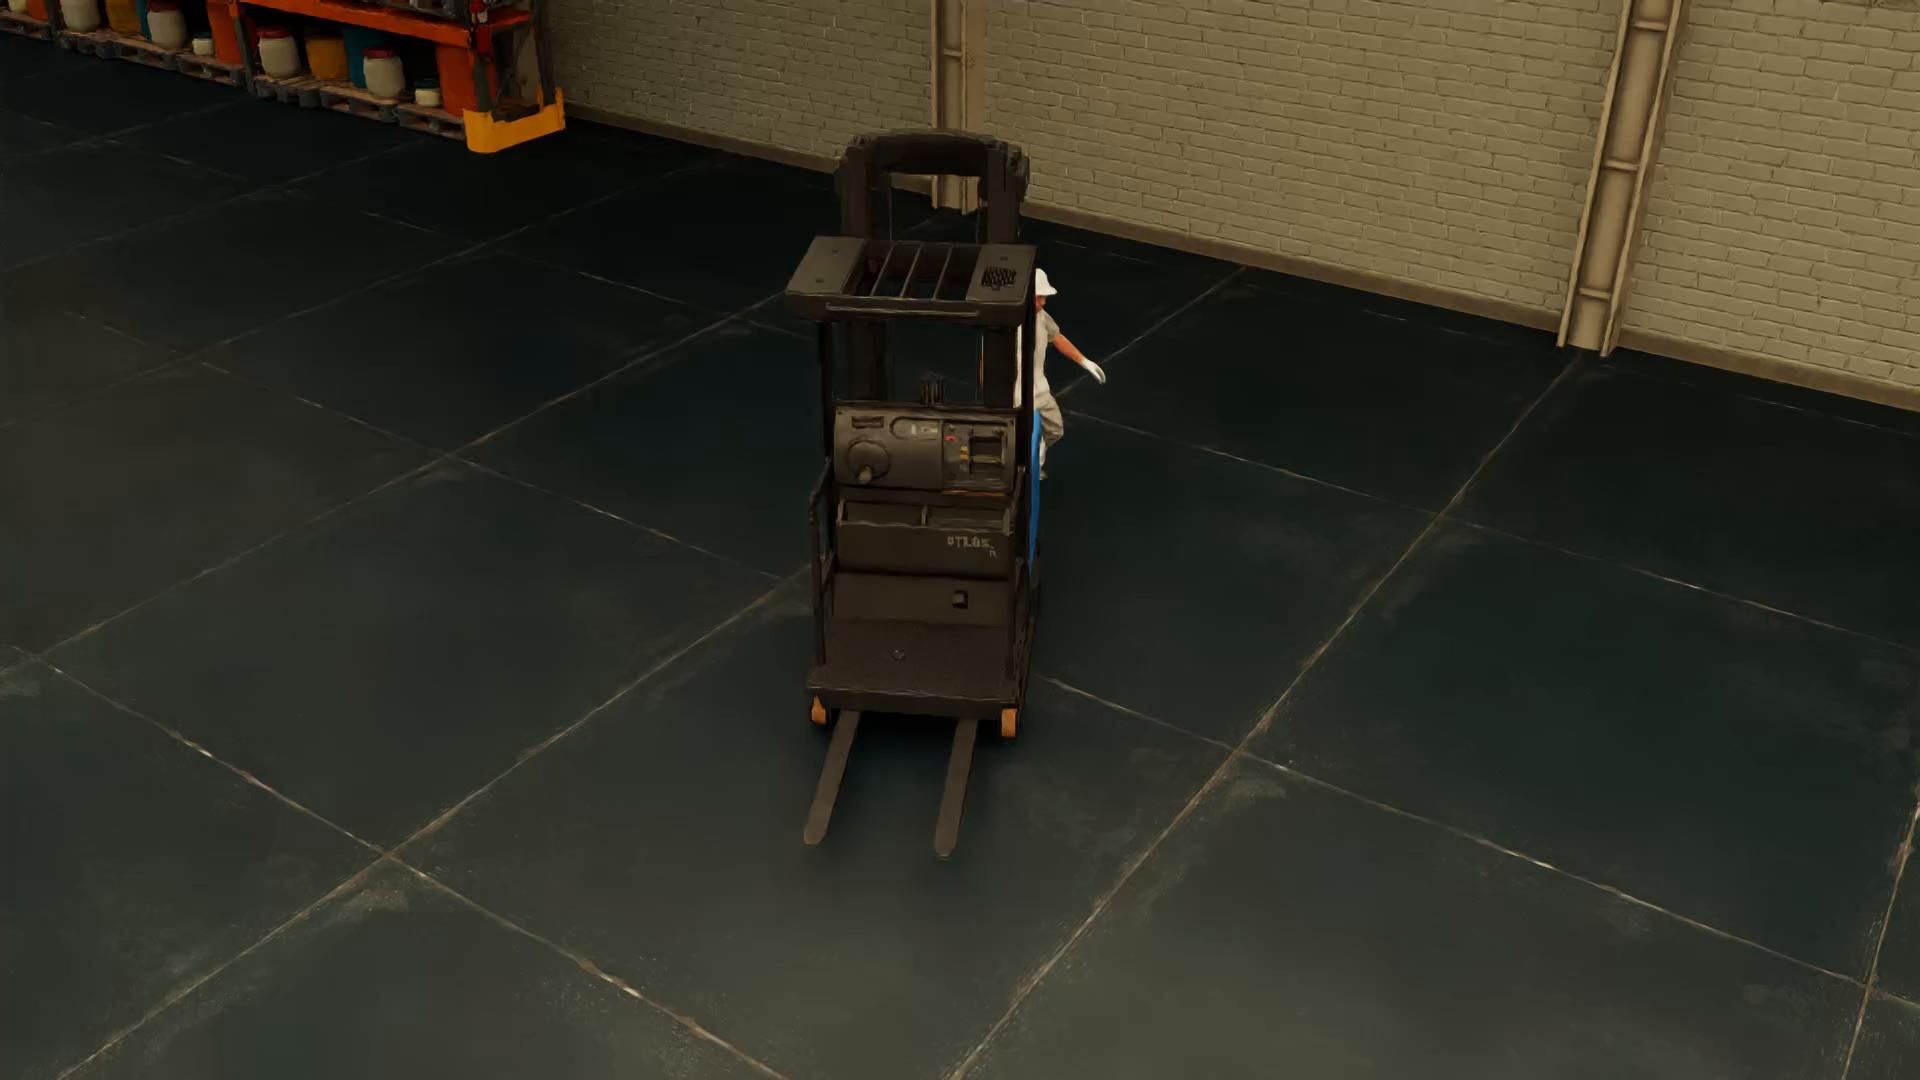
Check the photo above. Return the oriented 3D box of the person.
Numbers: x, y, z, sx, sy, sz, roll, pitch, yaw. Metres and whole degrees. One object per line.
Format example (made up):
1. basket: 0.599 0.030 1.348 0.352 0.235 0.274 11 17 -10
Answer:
1. person: 0.442 -0.952 10.537 0.703 1.643 0.996 22 37 33

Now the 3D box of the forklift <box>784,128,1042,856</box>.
1. forklift: -0.203 -0.414 8.294 1.130 2.935 3.031 3 30 6
